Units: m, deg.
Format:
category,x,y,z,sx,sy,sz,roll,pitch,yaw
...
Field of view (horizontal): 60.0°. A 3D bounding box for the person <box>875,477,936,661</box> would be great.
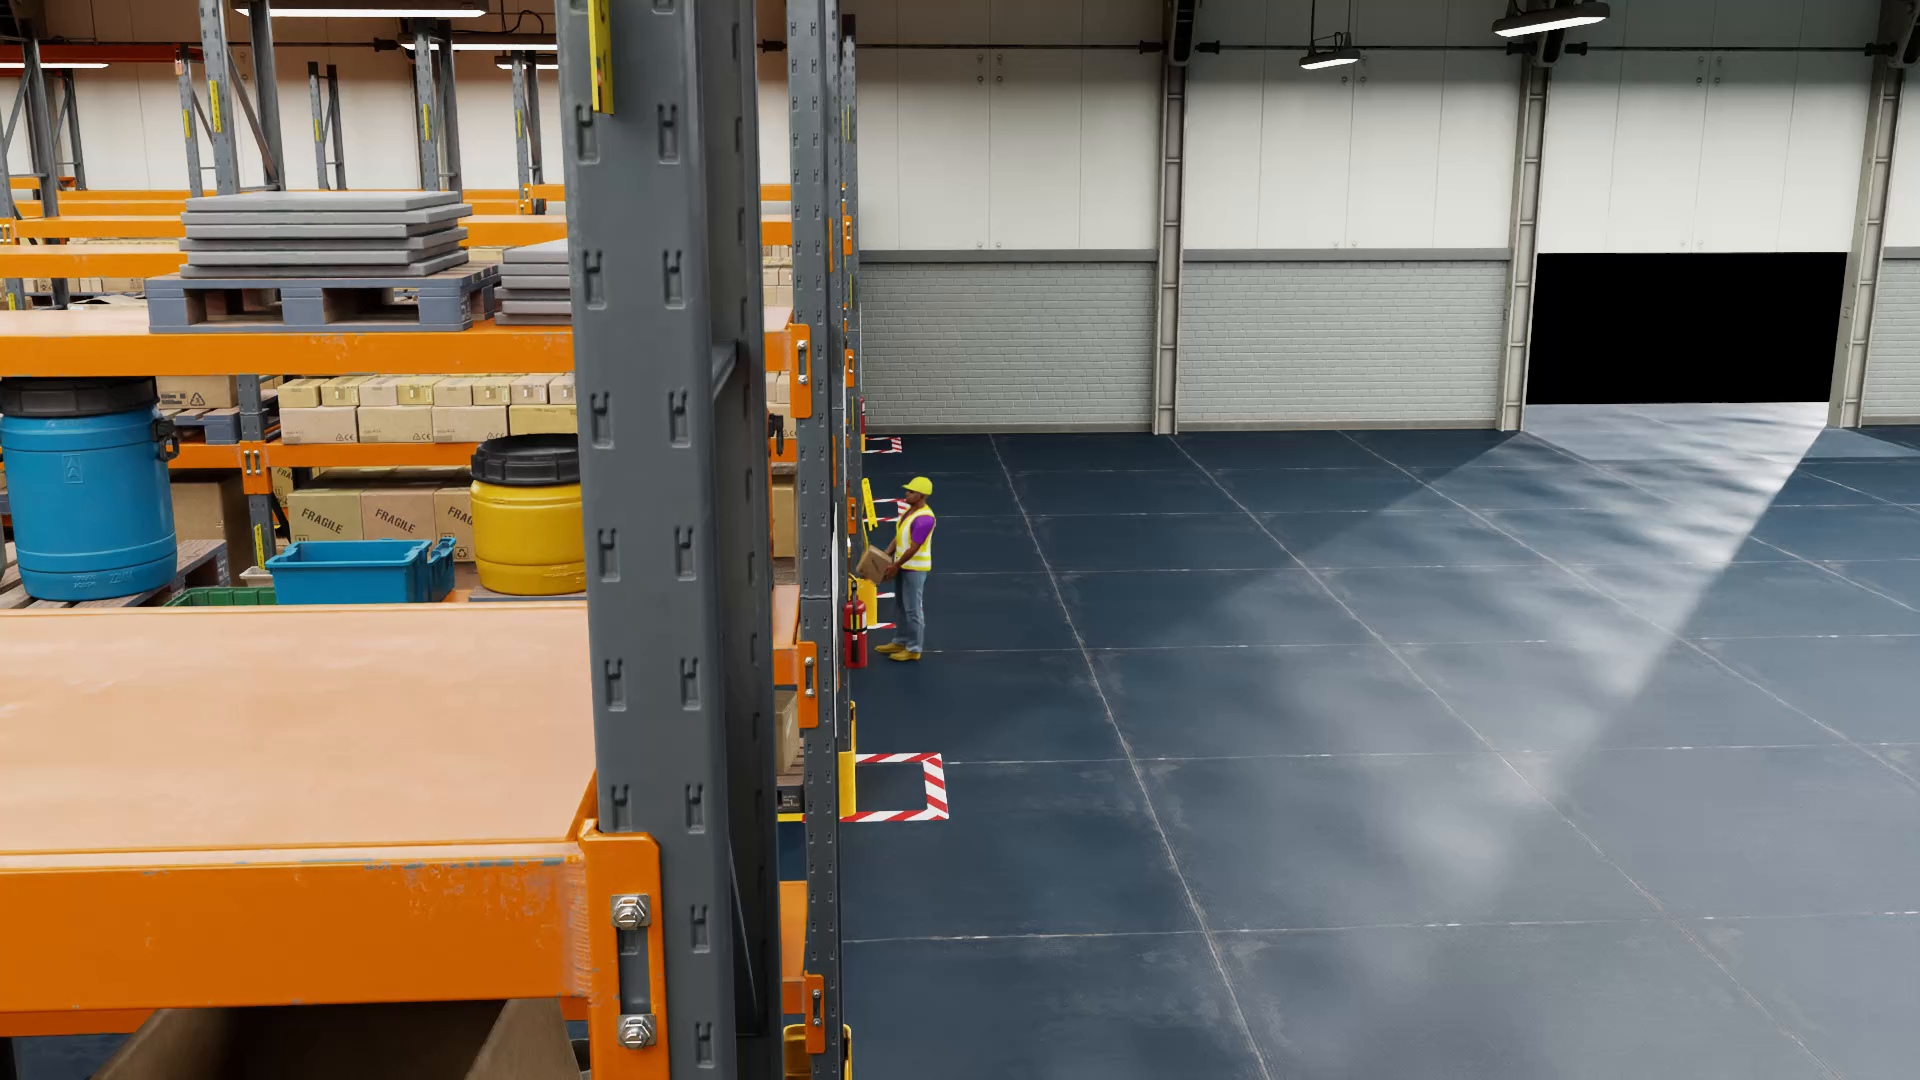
category,x,y,z,sx,sy,sz,roll,pitch,yaw
person,-0.526,0.268,15.800,0.539,1.772,0.576,-5,14,-18
